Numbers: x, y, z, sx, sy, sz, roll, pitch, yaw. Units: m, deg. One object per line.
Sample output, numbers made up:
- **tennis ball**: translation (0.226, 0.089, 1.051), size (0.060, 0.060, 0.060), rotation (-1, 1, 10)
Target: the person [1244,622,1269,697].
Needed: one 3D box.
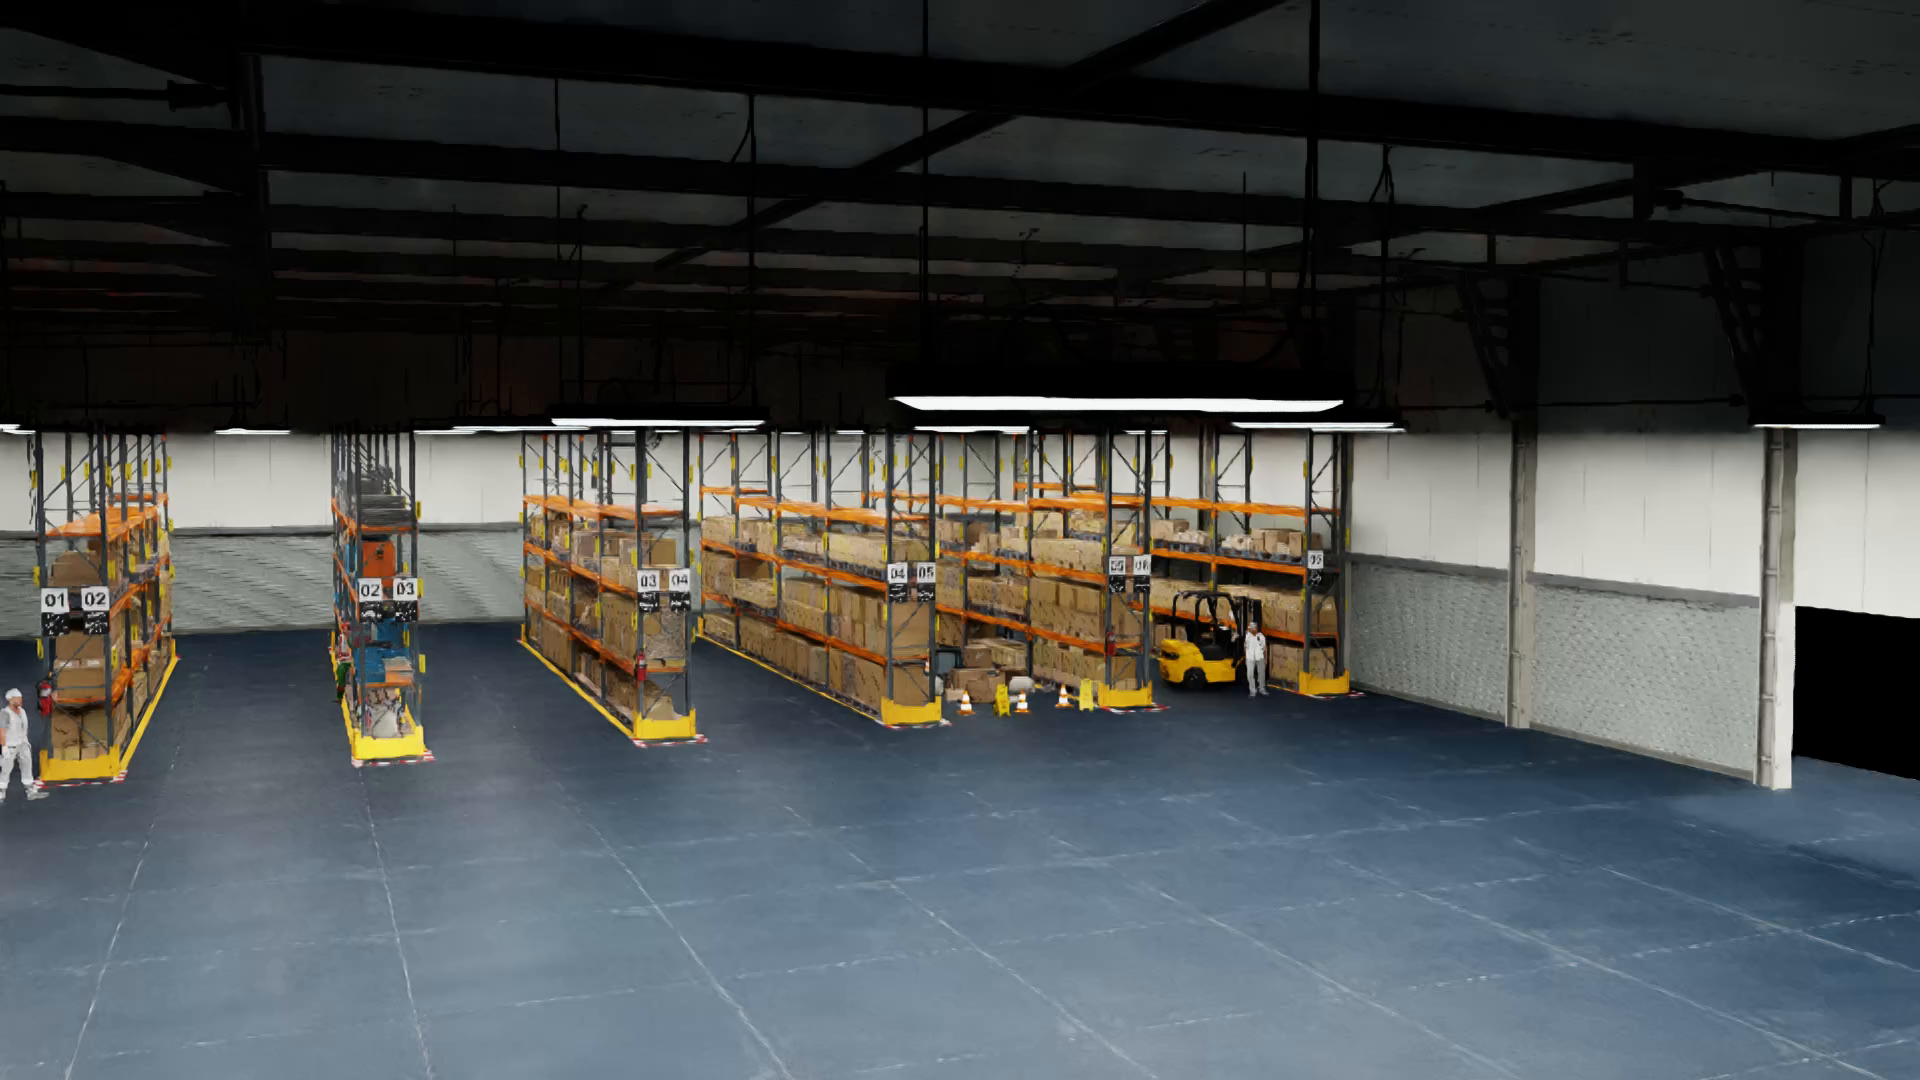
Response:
- **person**: translation (6.536, 2.616, 36.645), size (0.541, 1.651, 0.581), rotation (1, 4, 16)

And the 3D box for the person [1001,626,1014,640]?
- **person**: translation (1.267, 2.016, 46.446), size (0.511, 1.596, 0.494), rotation (0, 4, 7)

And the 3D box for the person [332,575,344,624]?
- **person**: translation (-18.123, 1.863, 48.763), size (0.511, 1.639, 0.553), rotation (1, 4, 14)

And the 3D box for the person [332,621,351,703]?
- **person**: translation (-13.173, 2.610, 35.865), size (0.591, 1.753, 0.996), rotation (0, 4, -1)

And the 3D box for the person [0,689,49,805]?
- **person**: translation (-14.685, 3.195, 25.901), size (0.530, 1.784, 0.708), rotation (1, 4, 12)
